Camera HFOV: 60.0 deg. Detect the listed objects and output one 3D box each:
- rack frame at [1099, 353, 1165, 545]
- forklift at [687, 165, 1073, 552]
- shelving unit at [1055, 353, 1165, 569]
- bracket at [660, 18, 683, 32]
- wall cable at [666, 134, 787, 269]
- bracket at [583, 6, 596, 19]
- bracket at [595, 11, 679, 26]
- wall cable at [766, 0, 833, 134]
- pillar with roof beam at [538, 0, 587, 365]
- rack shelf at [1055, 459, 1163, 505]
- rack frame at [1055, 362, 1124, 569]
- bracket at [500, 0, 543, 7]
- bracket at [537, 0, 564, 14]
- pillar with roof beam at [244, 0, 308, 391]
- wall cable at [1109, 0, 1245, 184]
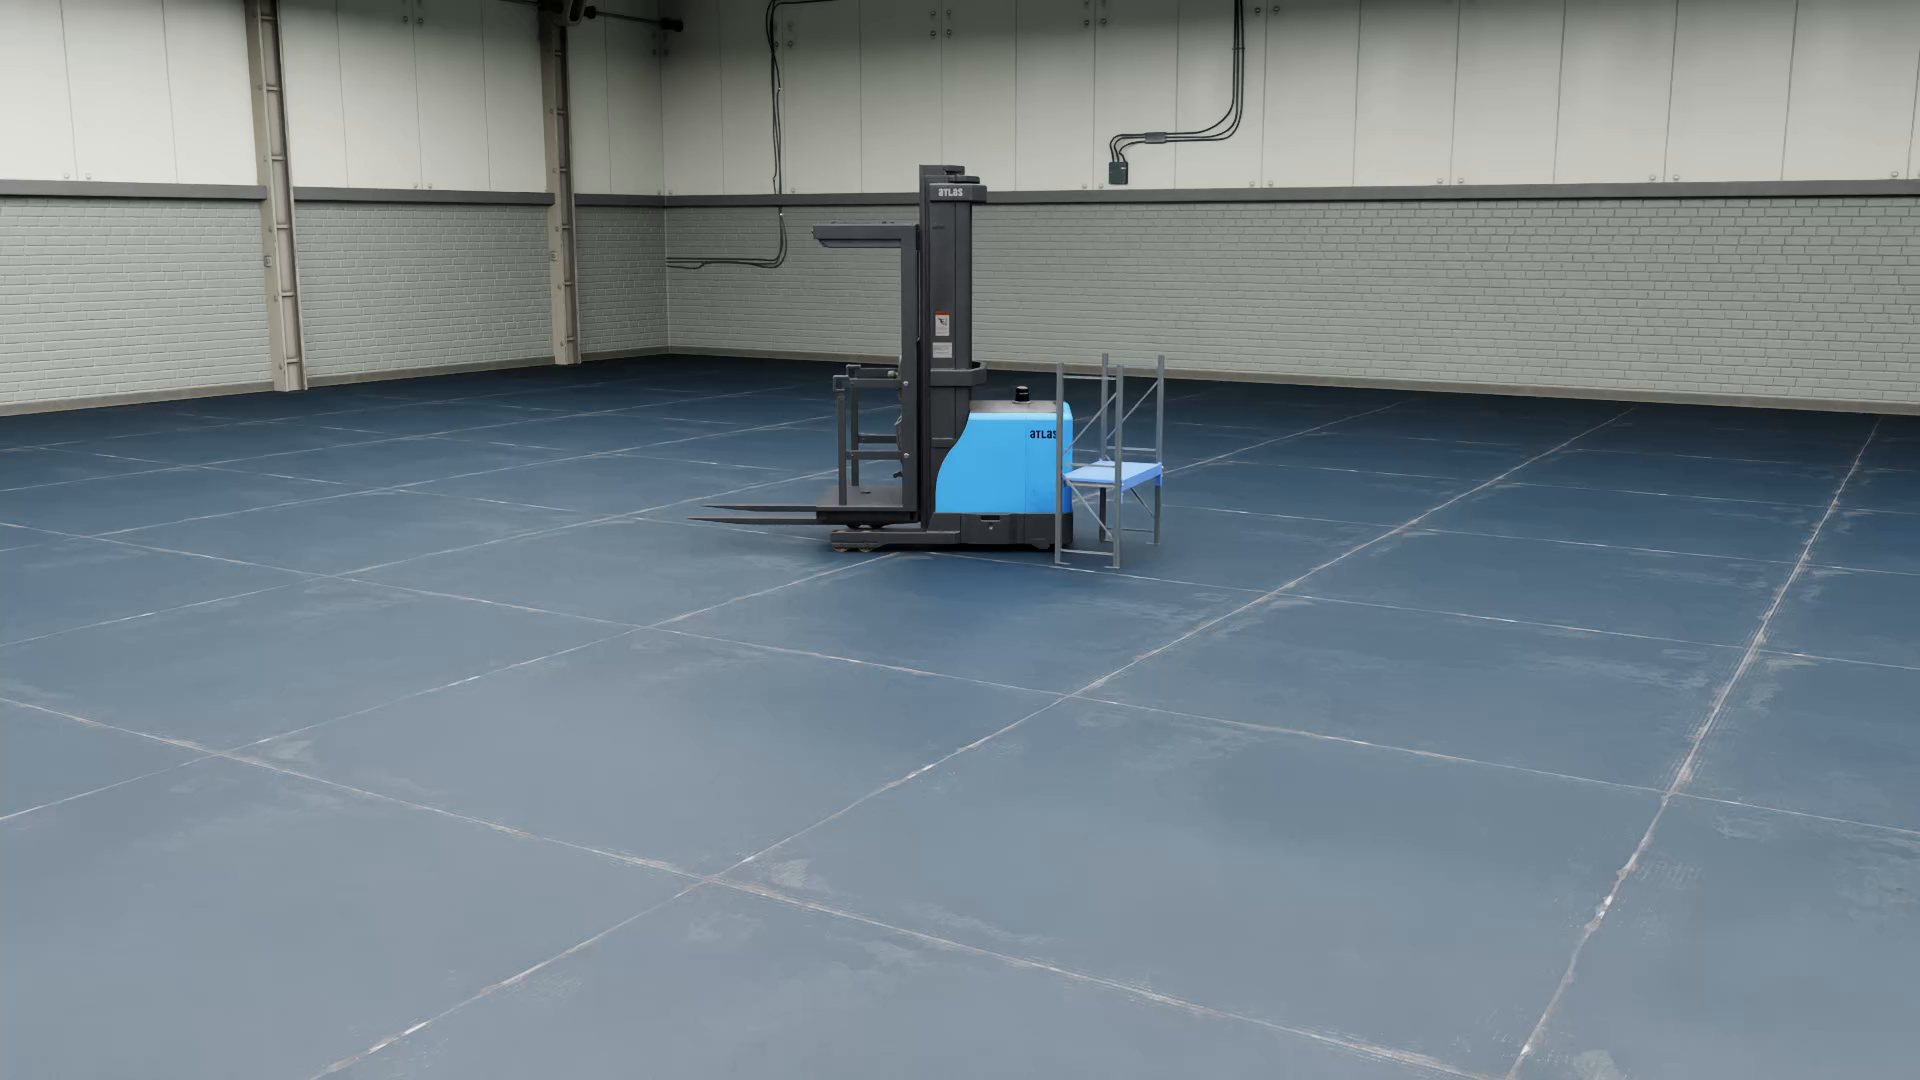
[{"bbox_3d":[1.351,-0.715,13.113,0.500,1.500,0.032,5,12,23],"label":"rack frame"},{"bbox_3d":[-0.623,-1.445,13.120,3.031,2.935,1.130,0,11,2],"label":"forklift"},{"bbox_3d":[1.147,-0.629,12.655,0.538,1.500,1.048,5,12,23],"label":"shelving unit"},{"bbox_3d":[-5.529,-9.871,31.857,0.235,0.232,0.430,6,12,31],"label":"bracket"},{"bbox_3d":[-4.619,-6.508,32.115,3.097,2.526,0.112,6,12,31],"label":"wall cable"},{"bbox_3d":[-6.760,-9.498,29.866,0.235,0.232,0.430,6,12,31],"label":"bracket"},{"bbox_3d":[-5.836,-9.778,31.360,0.076,0.066,3.189,6,12,31],"label":"bracket"},{"bbox_3d":[-2.307,-8.732,30.270,3.097,2.526,0.112,6,12,31],"label":"wall cable"},{"bbox_3d":[-3.599,-7.286,27.832,9.100,9.000,0.548,6,12,31],"label":"pillar with roof beam"},{"bbox_3d":[1.147,-0.453,12.688,0.538,0.185,1.000,5,12,23],"label":"rack shelf"},{"bbox_3d":[0.943,-0.544,12.197,0.500,1.500,0.032,5,12,23],"label":"rack frame"},{"bbox_3d":[-8.528,-8.962,27.004,0.076,0.066,4.783,6,12,31],"label":"bracket"},{"bbox_3d":[-7.191,-9.367,29.168,0.235,0.232,0.430,6,12,31],"label":"bracket"},{"bbox_3d":[-6.714,-6.342,22.792,9.100,9.000,0.400,6,12,31],"label":"pillar with roof beam"},{"bbox_3d":[3.487,-8.796,26.659,2.305,6.003,0.169,6,12,31],"label":"wall cable"}]
